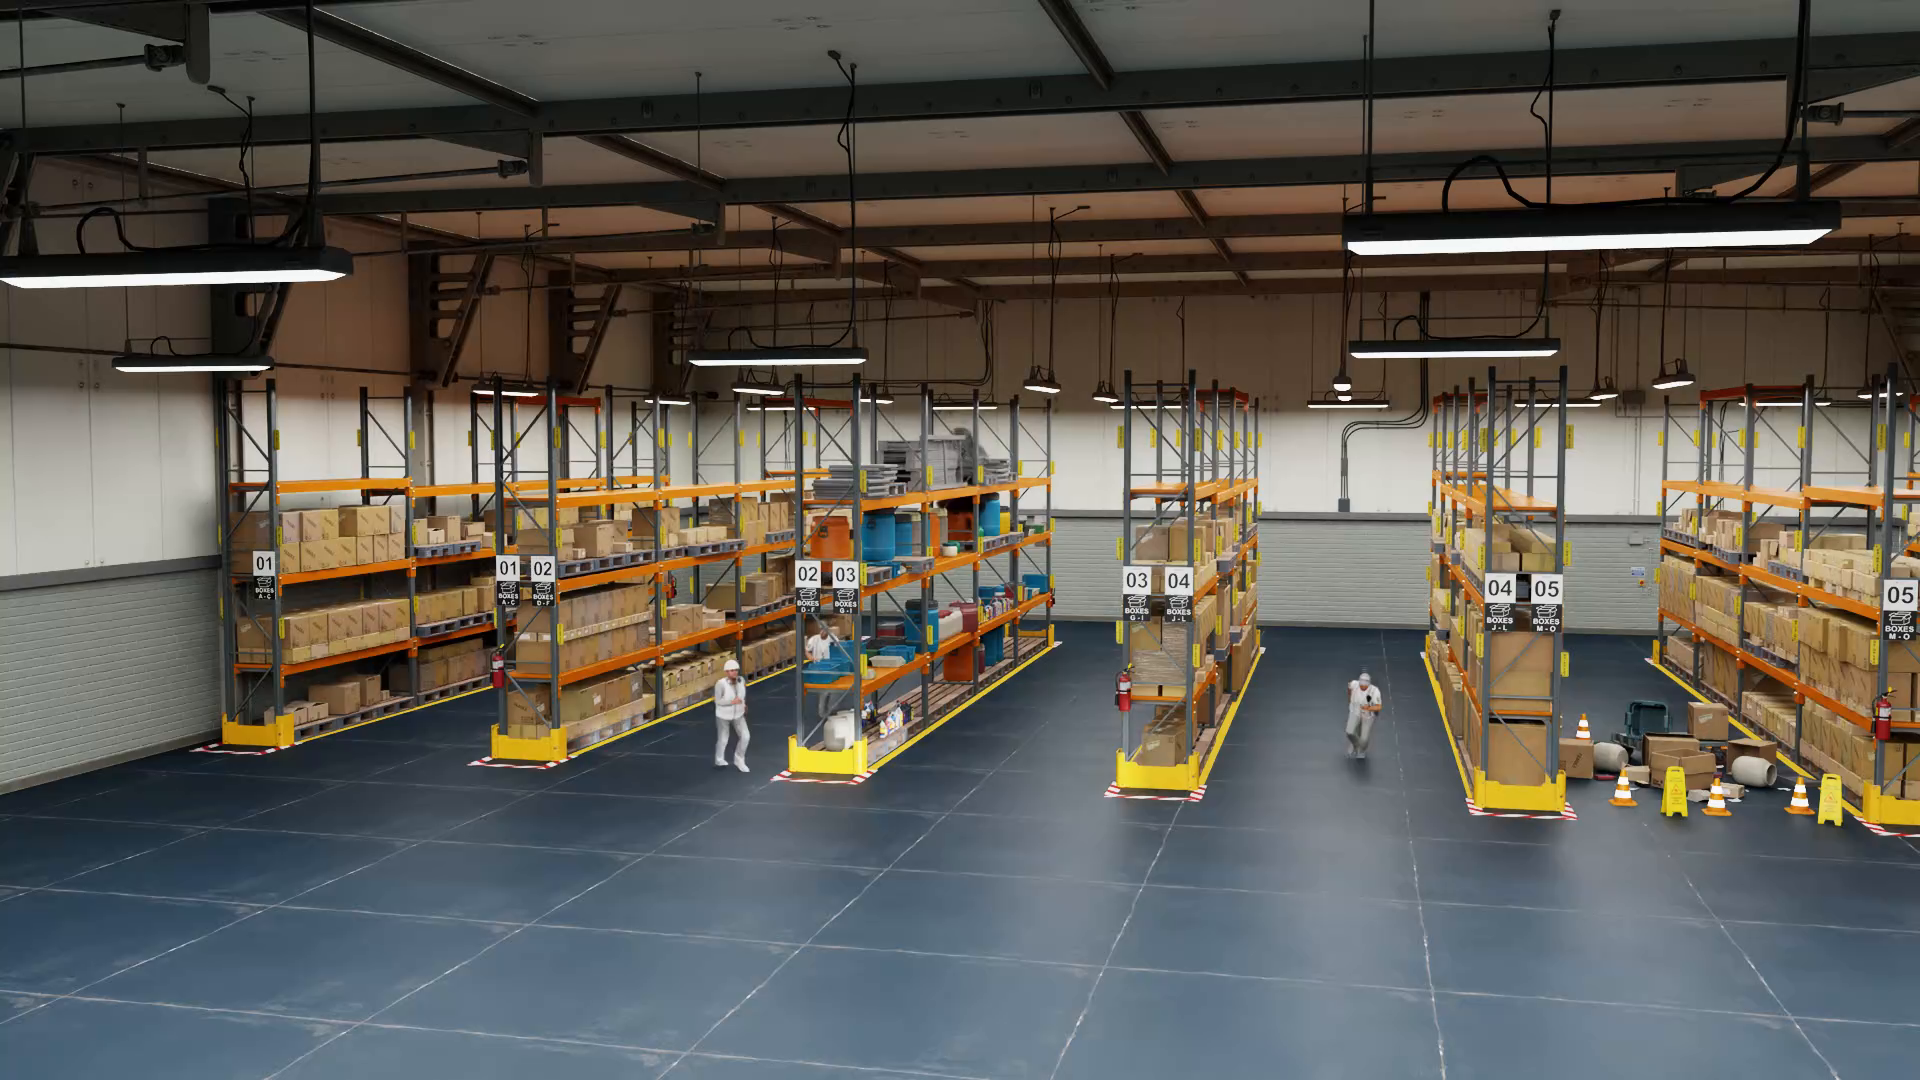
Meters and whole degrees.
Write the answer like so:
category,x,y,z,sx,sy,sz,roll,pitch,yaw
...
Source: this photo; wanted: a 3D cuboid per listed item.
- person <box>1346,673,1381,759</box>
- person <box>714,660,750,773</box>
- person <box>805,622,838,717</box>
category,x,y,z,sx,sy,sz,roll,pitch,yaw
person,6.253,2.735,25.807,0.602,1.422,0.963,1,4,21
person,-3.459,2.638,25.008,0.585,1.721,0.940,-2,4,-29
person,-2.480,2.333,30.334,0.648,1.738,0.695,0,3,4
